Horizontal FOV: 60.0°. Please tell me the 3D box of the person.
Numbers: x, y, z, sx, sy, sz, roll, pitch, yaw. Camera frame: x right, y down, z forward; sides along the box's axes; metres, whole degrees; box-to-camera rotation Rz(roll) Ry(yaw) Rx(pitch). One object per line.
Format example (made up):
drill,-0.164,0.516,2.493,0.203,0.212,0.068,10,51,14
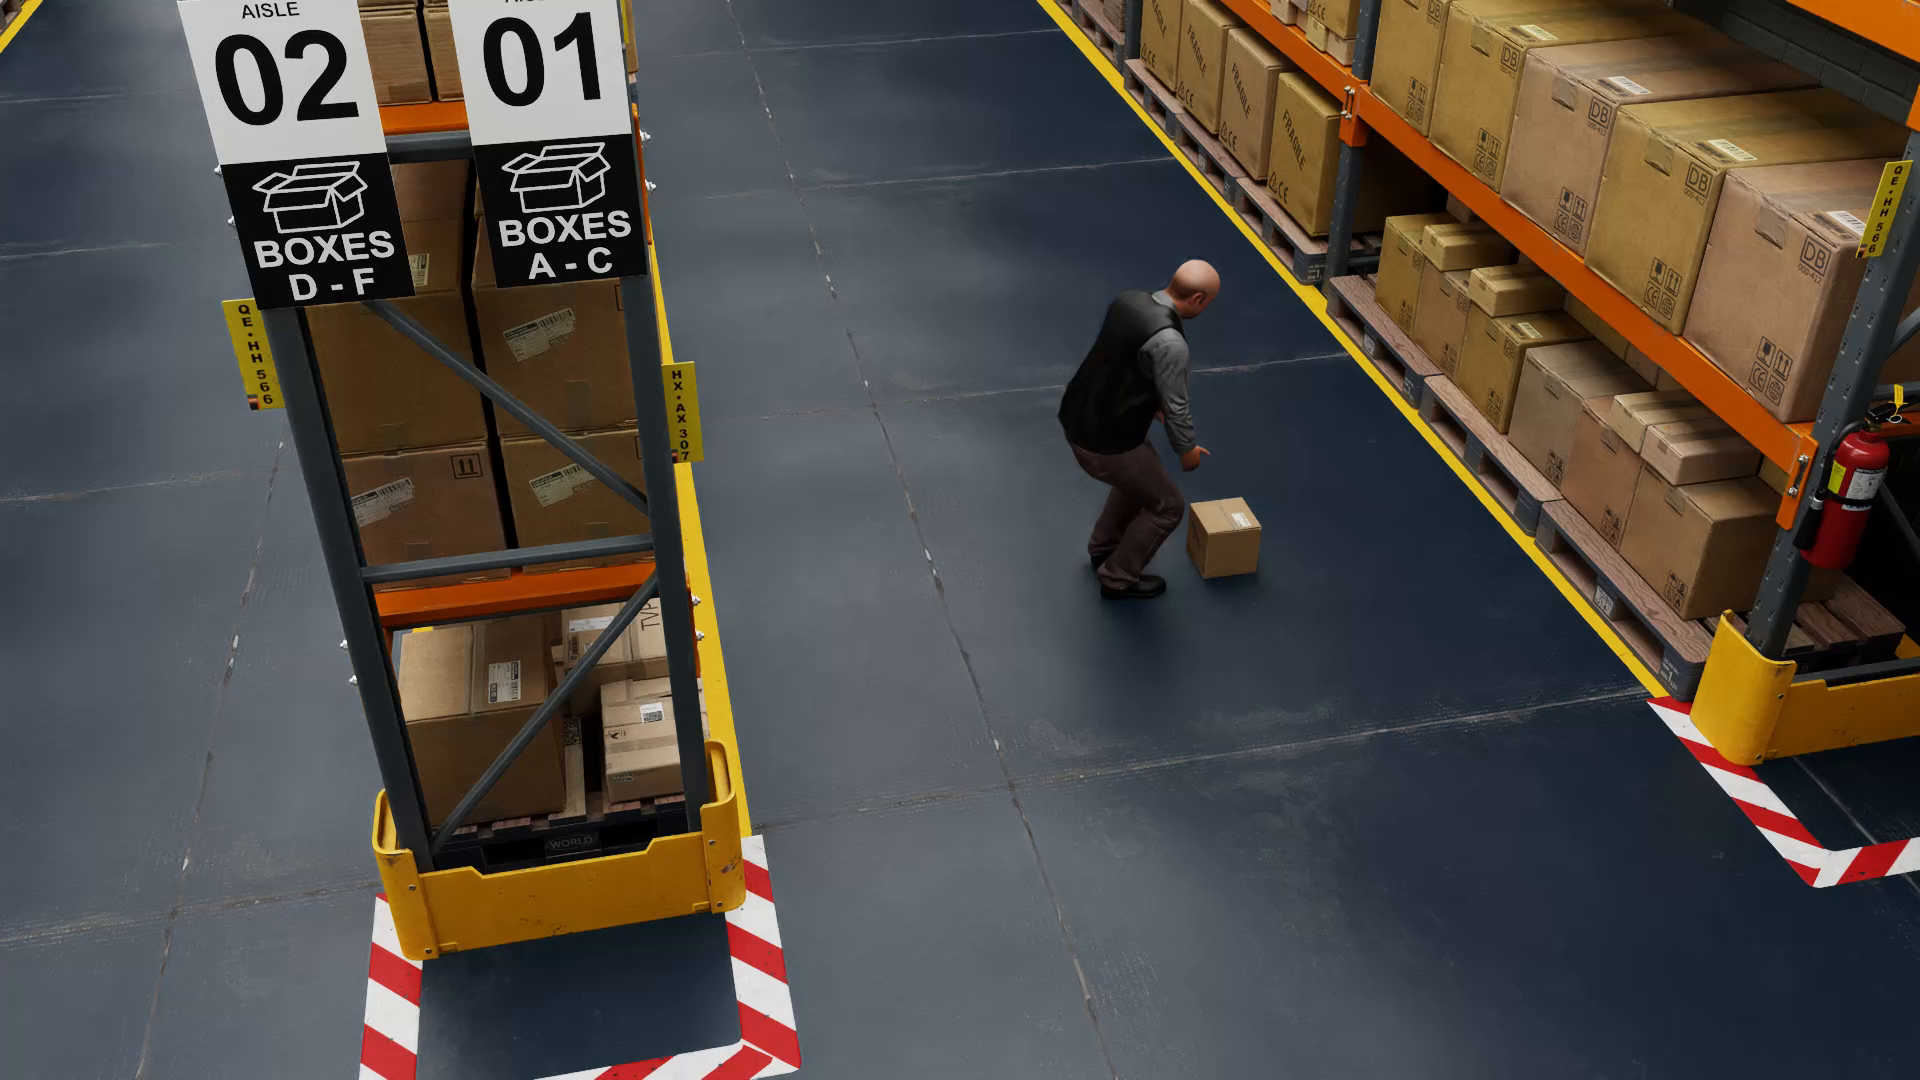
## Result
person,0.743,-0.477,7.089,0.648,1.482,0.589,-7,35,-10
